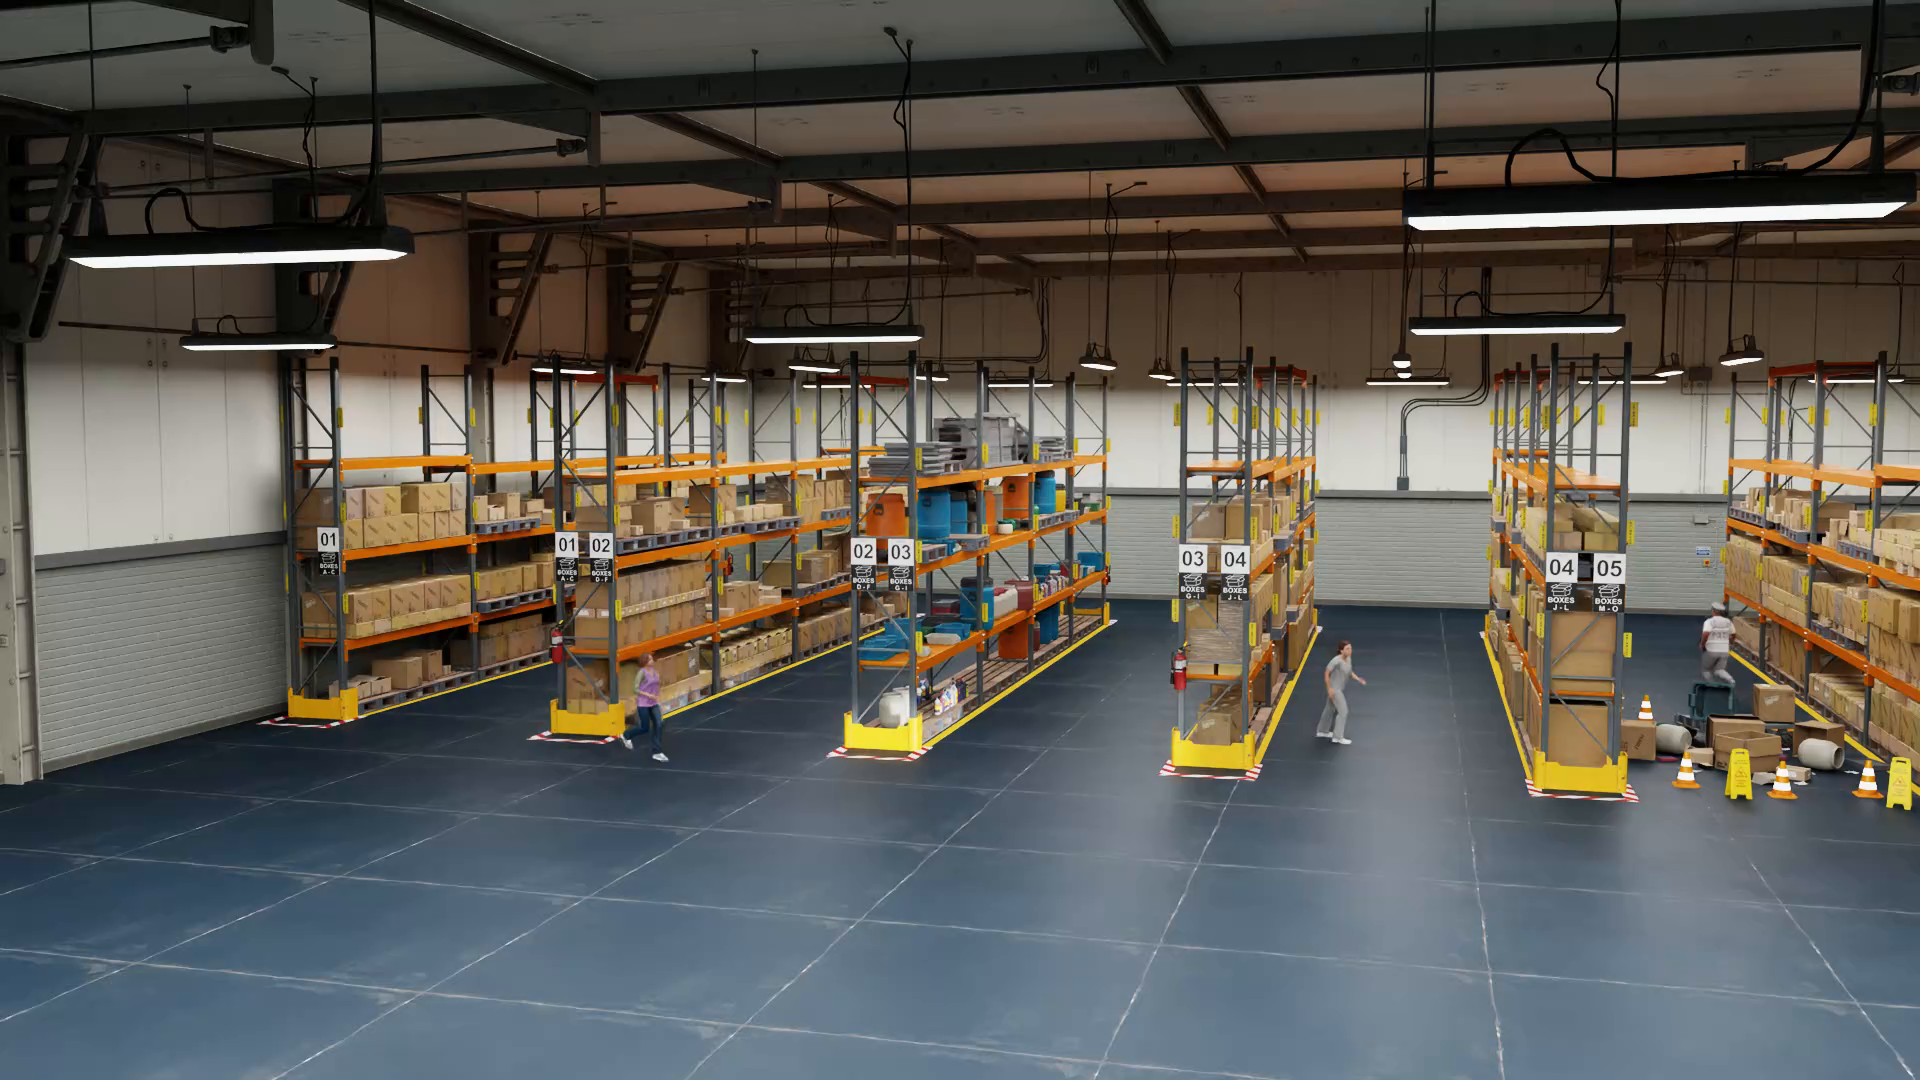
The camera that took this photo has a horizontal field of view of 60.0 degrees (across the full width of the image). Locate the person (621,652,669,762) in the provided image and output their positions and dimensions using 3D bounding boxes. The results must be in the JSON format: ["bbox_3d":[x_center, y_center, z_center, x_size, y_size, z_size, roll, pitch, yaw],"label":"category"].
[{"bbox_3d":[-4.613,2.429,24.343,0.827,1.592,0.535,3,5,31],"label":"person"}]

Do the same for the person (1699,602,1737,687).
[{"bbox_3d":[13.472,1.977,29.550,0.670,1.748,0.783,0,4,-4],"label":"person"}]

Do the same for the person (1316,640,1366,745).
[{"bbox_3d":[5.856,2.324,25.687,0.823,1.608,0.595,3,5,34],"label":"person"}]

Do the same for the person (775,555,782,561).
[{"bbox_3d":[-4.372,1.195,40.696,0.575,1.699,0.898,2,4,20],"label":"person"}]
